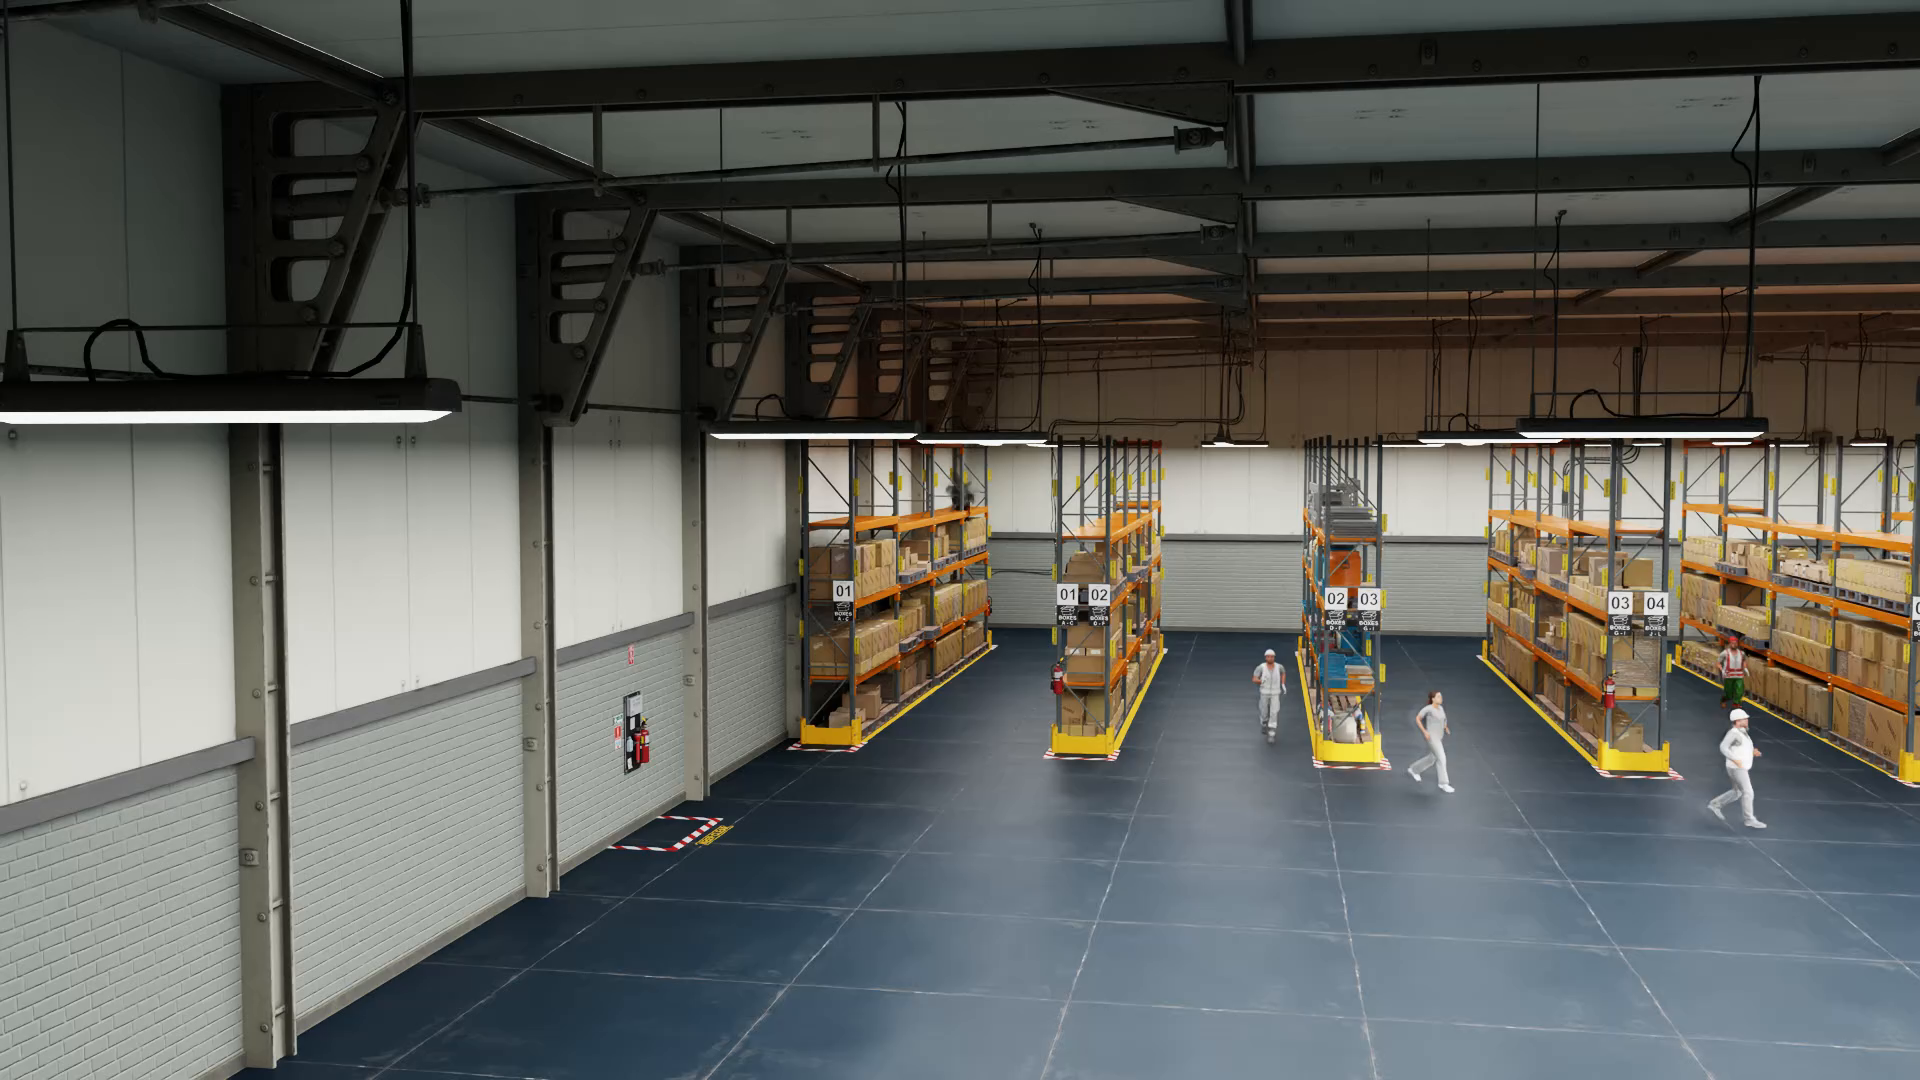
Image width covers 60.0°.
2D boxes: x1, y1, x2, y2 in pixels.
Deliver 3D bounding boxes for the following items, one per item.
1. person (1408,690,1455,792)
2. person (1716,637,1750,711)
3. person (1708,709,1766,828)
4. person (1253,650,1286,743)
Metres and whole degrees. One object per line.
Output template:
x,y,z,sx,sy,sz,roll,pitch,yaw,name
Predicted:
8.004,3.372,28.165,0.581,1.682,0.910,-3,4,-44,person
16.501,2.939,35.463,0.669,1.755,0.866,0,3,7,person
11.843,3.452,25.309,0.844,1.761,0.671,2,4,35,person
6.077,3.028,32.660,0.664,1.772,0.999,0,3,6,person
